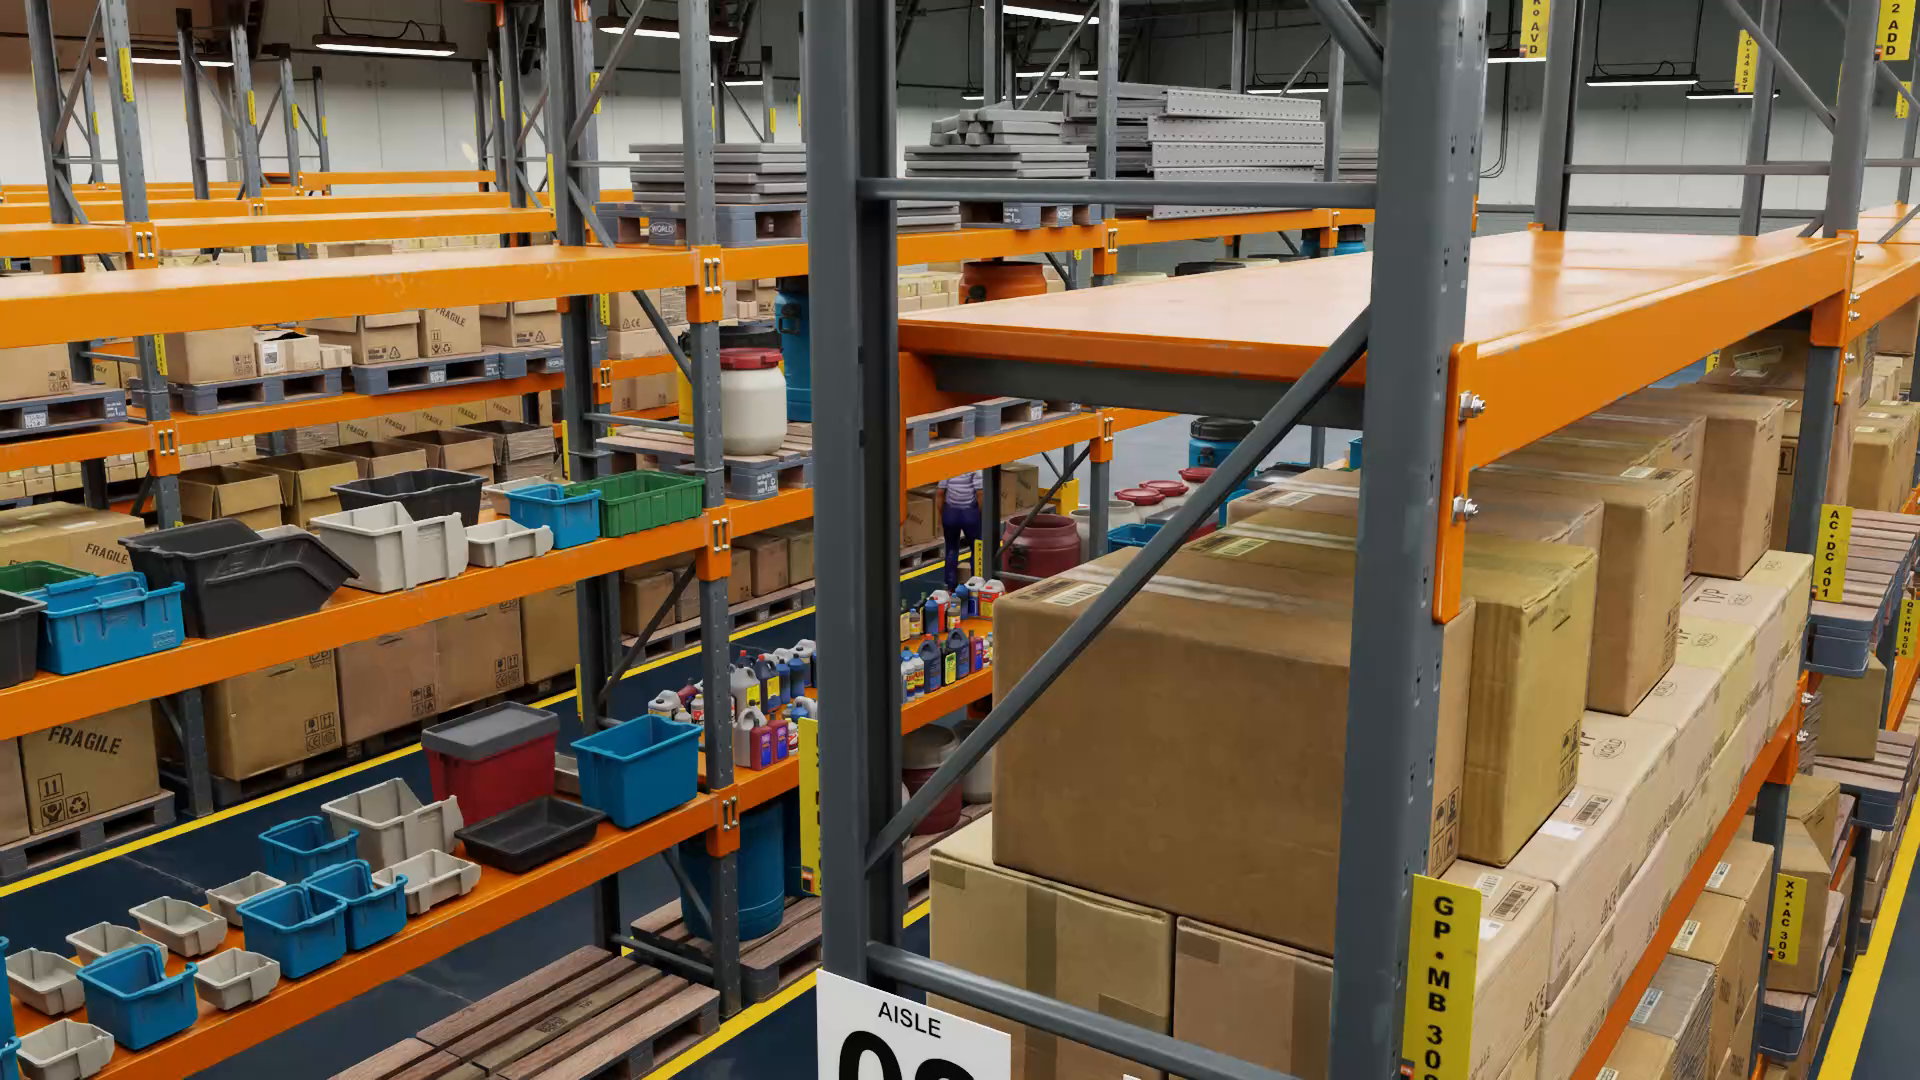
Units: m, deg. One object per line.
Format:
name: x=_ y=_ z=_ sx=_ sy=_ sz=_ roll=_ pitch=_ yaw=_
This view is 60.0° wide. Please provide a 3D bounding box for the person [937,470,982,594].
person: x=0.036 y=-0.234 z=17.508 sx=0.557 sy=1.651 sz=0.375 roll=3 pitch=14 yaw=14
